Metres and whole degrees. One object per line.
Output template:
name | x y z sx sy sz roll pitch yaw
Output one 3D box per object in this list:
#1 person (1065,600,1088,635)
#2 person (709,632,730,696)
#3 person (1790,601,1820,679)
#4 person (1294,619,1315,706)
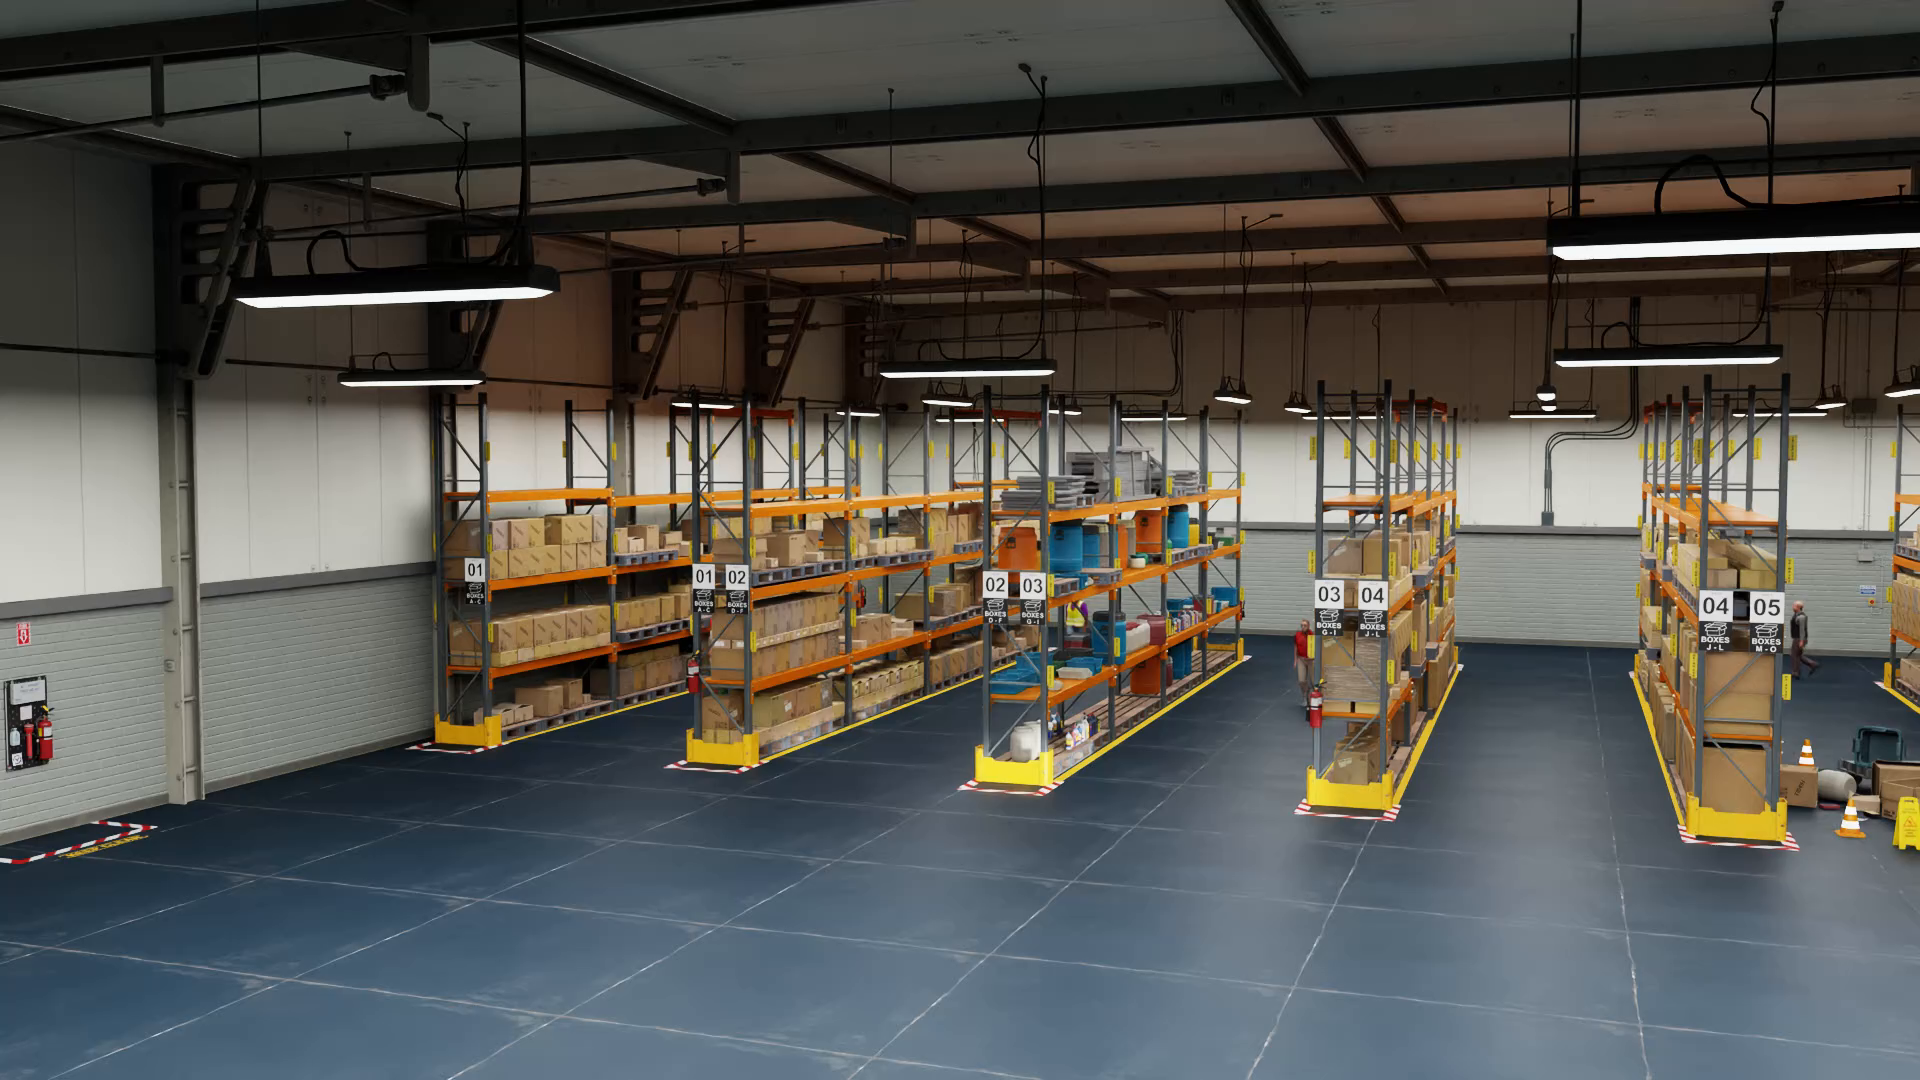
person | 2.785 2.028 39.608 0.565 1.725 0.979 1 3 17
person | -4.687 2.369 32.471 0.572 1.773 0.495 2 4 33
person | 18.526 2.194 36.549 0.687 1.708 0.552 2 4 30
person | 6.912 2.409 32.873 0.598 1.704 0.612 2 4 30
